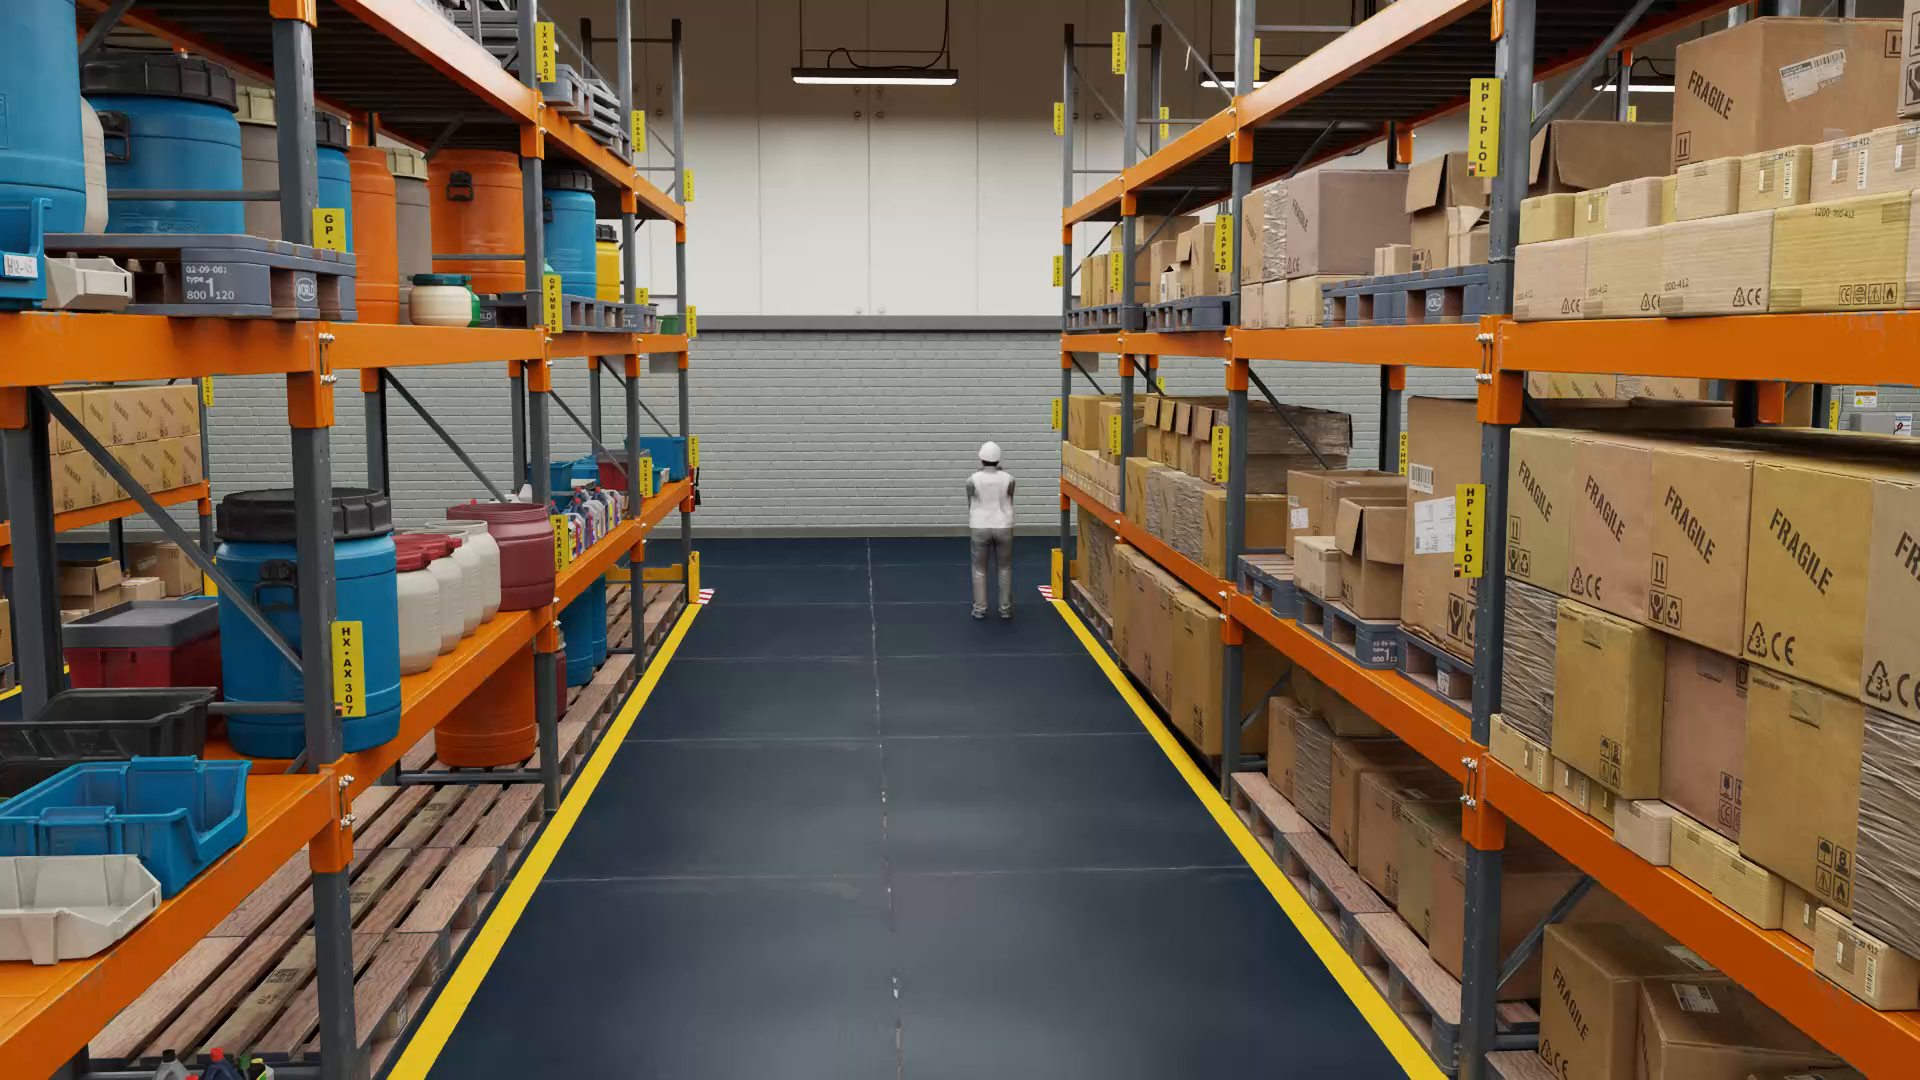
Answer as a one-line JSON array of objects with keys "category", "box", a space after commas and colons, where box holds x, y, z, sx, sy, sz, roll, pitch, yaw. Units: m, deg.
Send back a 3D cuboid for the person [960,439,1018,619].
[{"category": "person", "box": [0.291, -0.111, 16.551, 0.593, 1.773, 0.457, -1, 7, -7]}]
